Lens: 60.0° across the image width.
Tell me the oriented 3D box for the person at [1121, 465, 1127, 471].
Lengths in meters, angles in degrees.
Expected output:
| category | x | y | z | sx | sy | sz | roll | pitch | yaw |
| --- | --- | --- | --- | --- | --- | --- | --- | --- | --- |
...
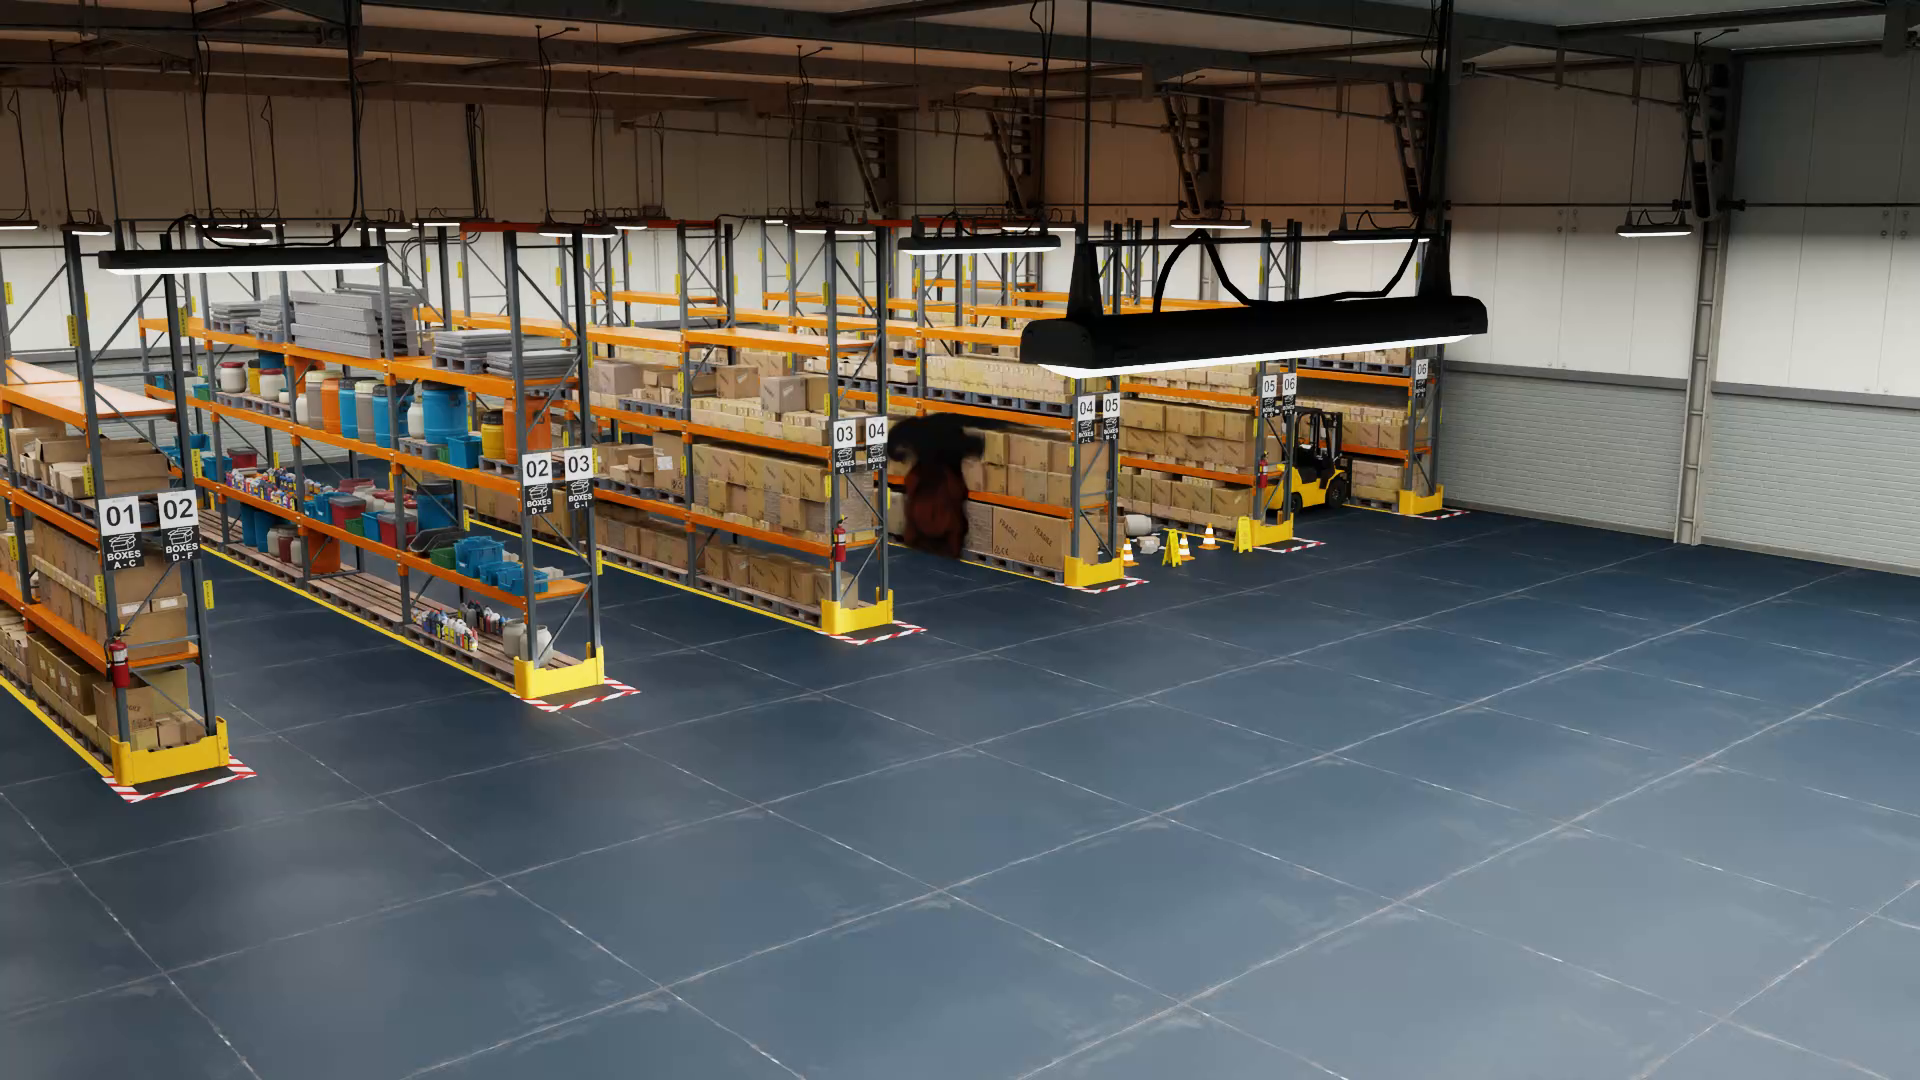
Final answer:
| category | x | y | z | sx | sy | sz | roll | pitch | yaw |
| --- | --- | --- | --- | --- | --- | --- | --- | --- | --- |
| person | 3.890 | -1.889 | 36.874 | 0.793 | 1.731 | 0.683 | 9 | 15 | 39 |
